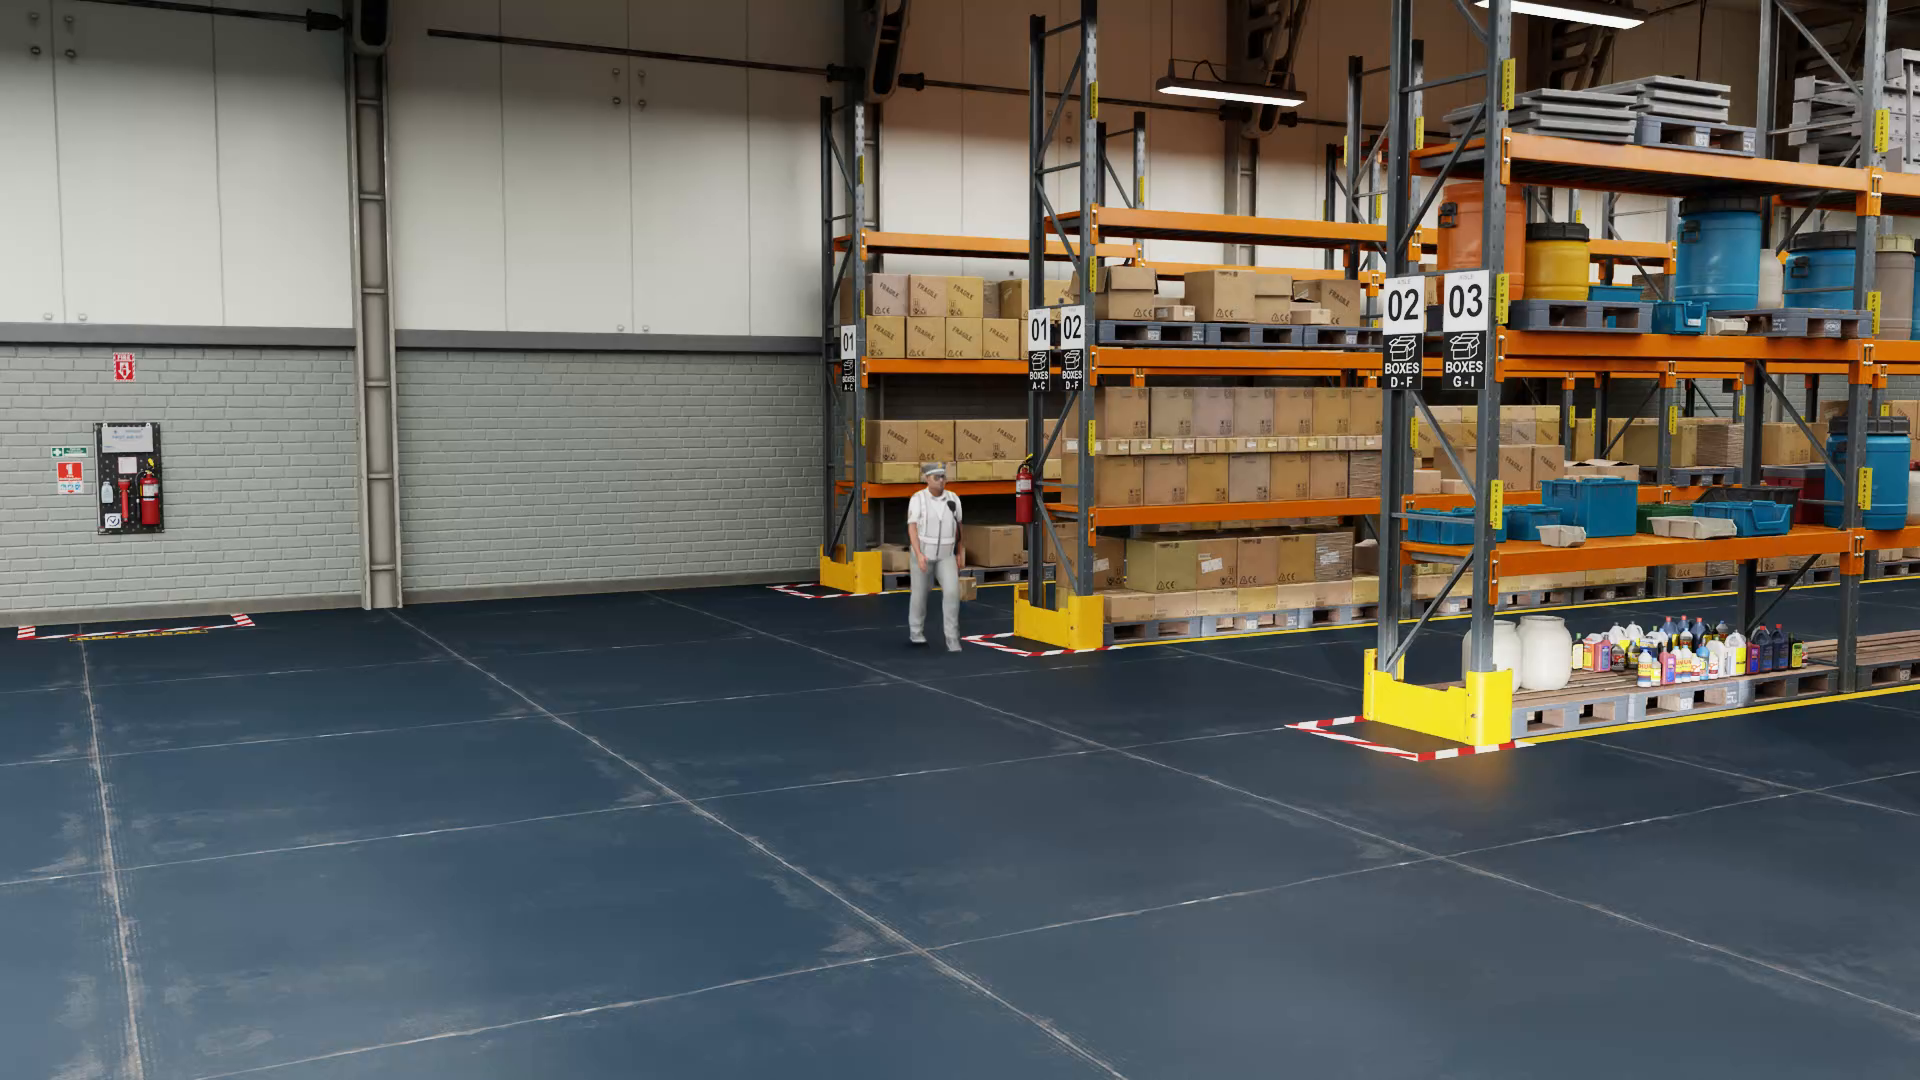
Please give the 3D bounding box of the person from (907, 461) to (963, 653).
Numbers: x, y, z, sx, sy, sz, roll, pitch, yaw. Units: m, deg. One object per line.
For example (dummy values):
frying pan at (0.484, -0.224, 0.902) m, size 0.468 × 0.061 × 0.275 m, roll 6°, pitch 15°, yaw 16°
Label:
person at (-0.220, 0.166, 15.590) m, size 0.574 × 1.806 × 0.740 m, roll -1°, pitch 5°, yaw -16°
